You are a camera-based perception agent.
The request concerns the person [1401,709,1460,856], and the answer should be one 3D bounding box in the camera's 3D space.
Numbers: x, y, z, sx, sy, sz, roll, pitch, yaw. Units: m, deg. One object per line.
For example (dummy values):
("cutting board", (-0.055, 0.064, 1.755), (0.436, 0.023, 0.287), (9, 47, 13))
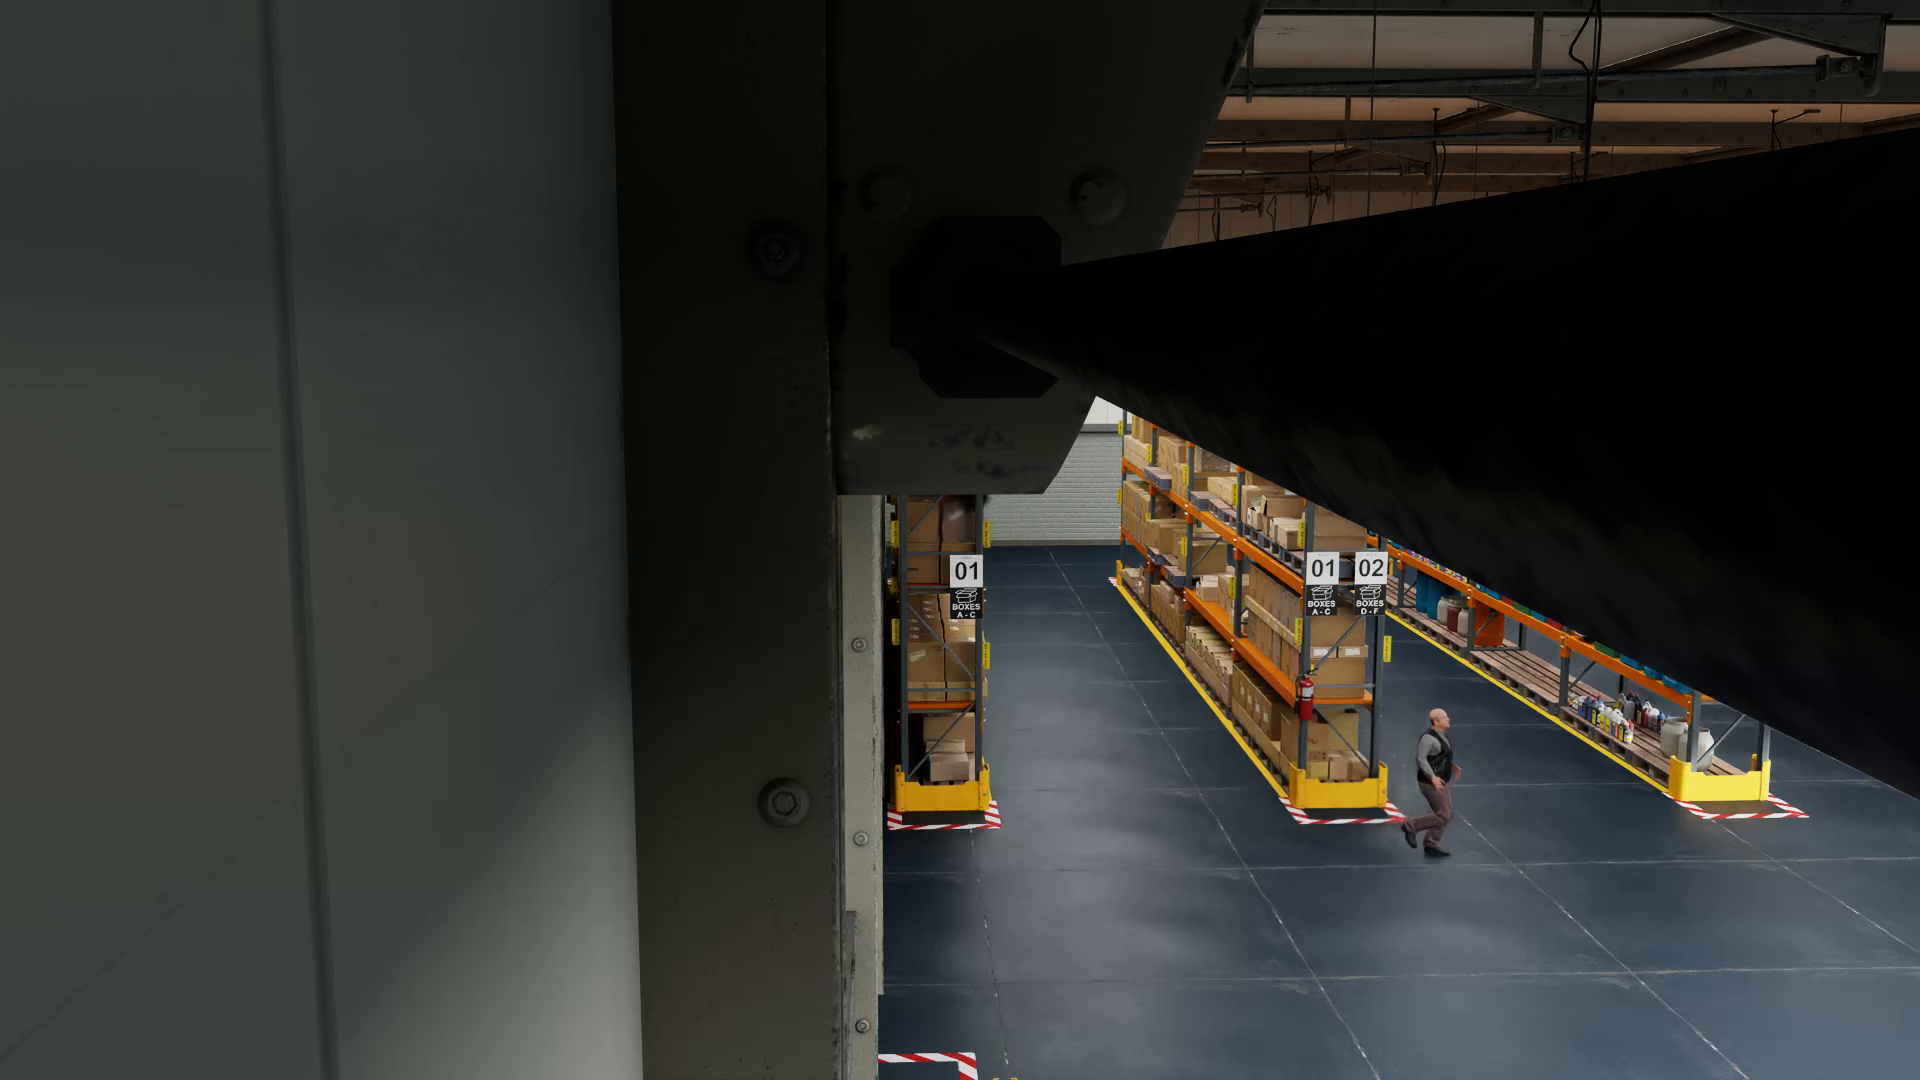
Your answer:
("person", (5.355, 2.735, 18.885), (0.578, 1.697, 0.680), (5, 10, 29))
